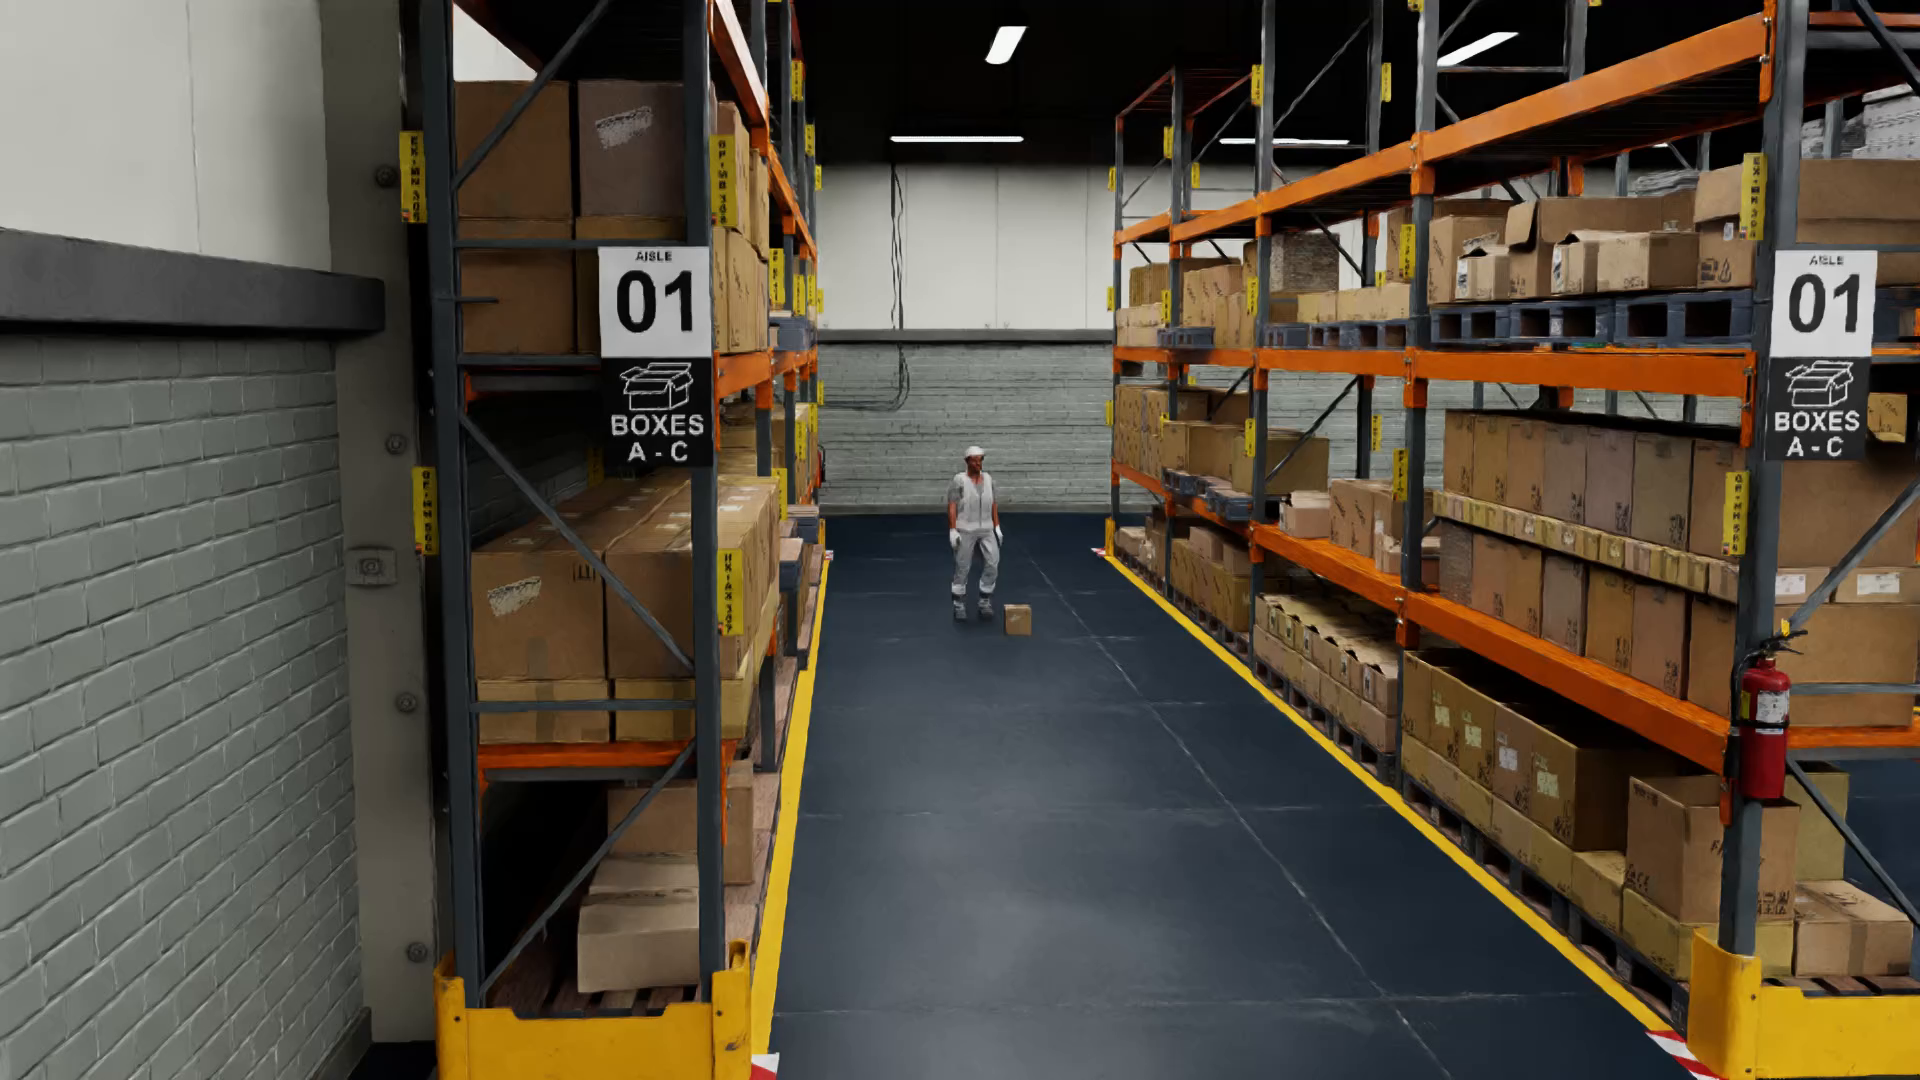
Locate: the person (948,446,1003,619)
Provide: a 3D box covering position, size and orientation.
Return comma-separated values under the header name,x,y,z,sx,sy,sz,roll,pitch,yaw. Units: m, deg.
name,x,y,z,sx,sy,sz,roll,pitch,yaw
person,0.153,-0.084,17.169,0.601,1.789,0.360,-3,7,-24
